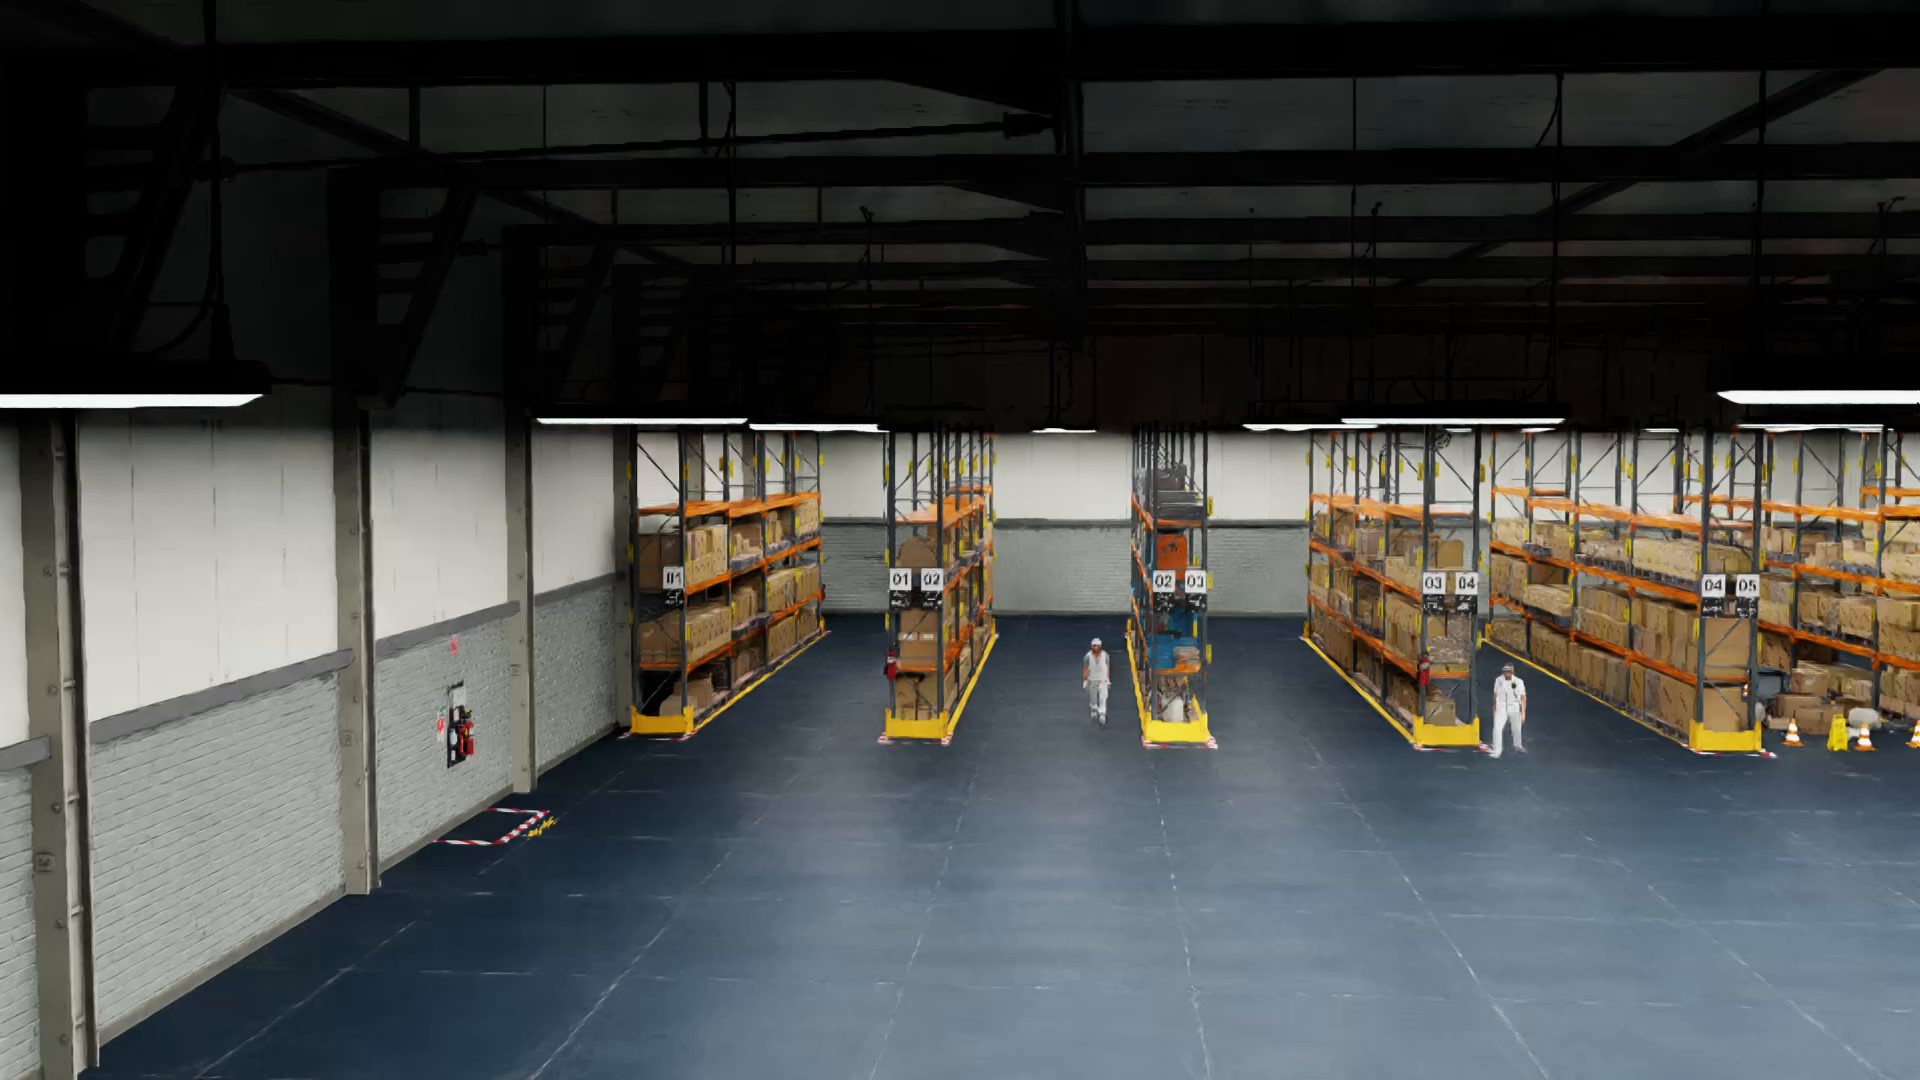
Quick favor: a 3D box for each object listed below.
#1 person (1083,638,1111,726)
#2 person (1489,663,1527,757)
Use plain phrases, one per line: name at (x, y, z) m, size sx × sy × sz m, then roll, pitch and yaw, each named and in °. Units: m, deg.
person at (2.699, 2.773, 32.865) m, size 0.553 × 1.709 × 1.123 m, roll 0°, pitch 4°, yaw 7°
person at (9.755, 3.001, 29.554) m, size 0.581 × 1.700 × 0.982 m, roll 2°, pitch 4°, yaw 27°
